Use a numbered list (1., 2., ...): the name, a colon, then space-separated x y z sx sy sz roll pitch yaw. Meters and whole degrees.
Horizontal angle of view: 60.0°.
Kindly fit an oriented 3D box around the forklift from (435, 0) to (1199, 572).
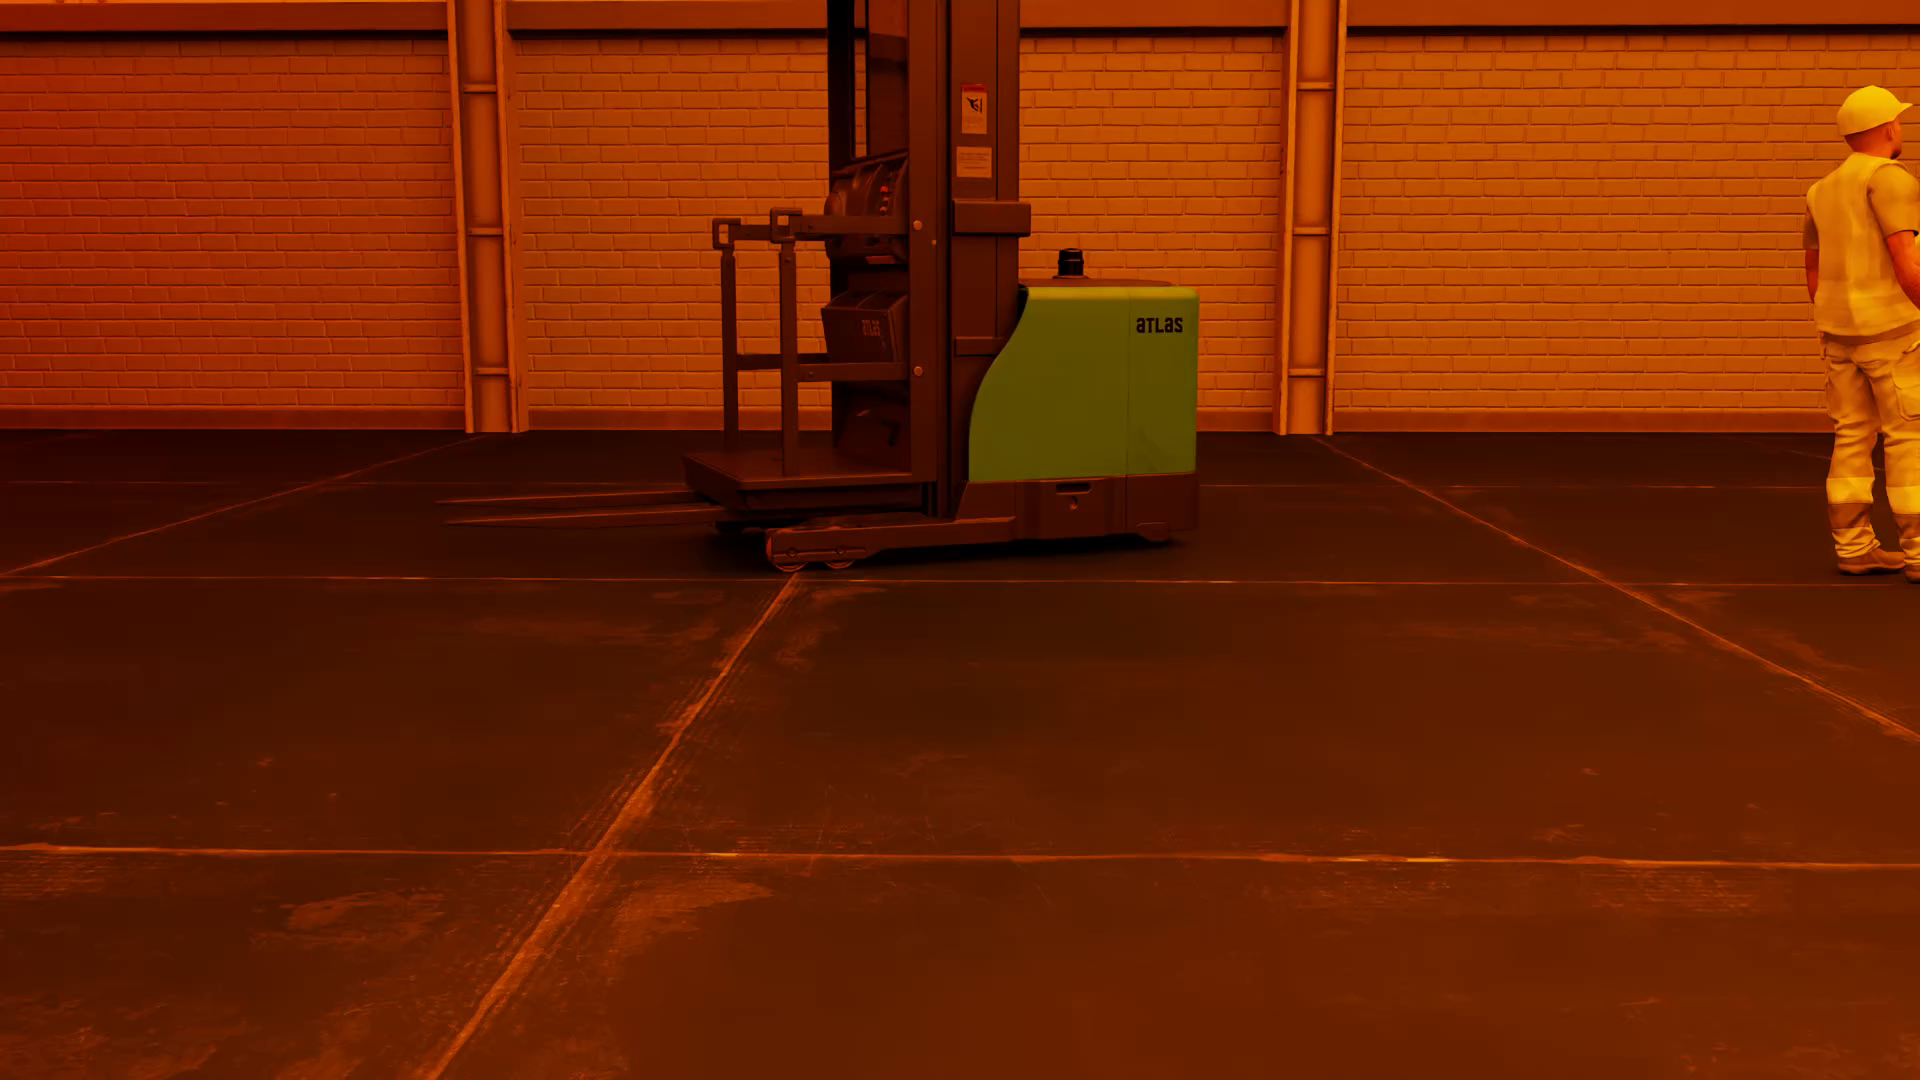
1. forklift: -0.569 -1.416 6.694 3.031 2.935 1.130 -3 9 -20

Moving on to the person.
1. person: 3.458 -0.763 6.154 0.562 1.790 0.638 -1 9 -7
